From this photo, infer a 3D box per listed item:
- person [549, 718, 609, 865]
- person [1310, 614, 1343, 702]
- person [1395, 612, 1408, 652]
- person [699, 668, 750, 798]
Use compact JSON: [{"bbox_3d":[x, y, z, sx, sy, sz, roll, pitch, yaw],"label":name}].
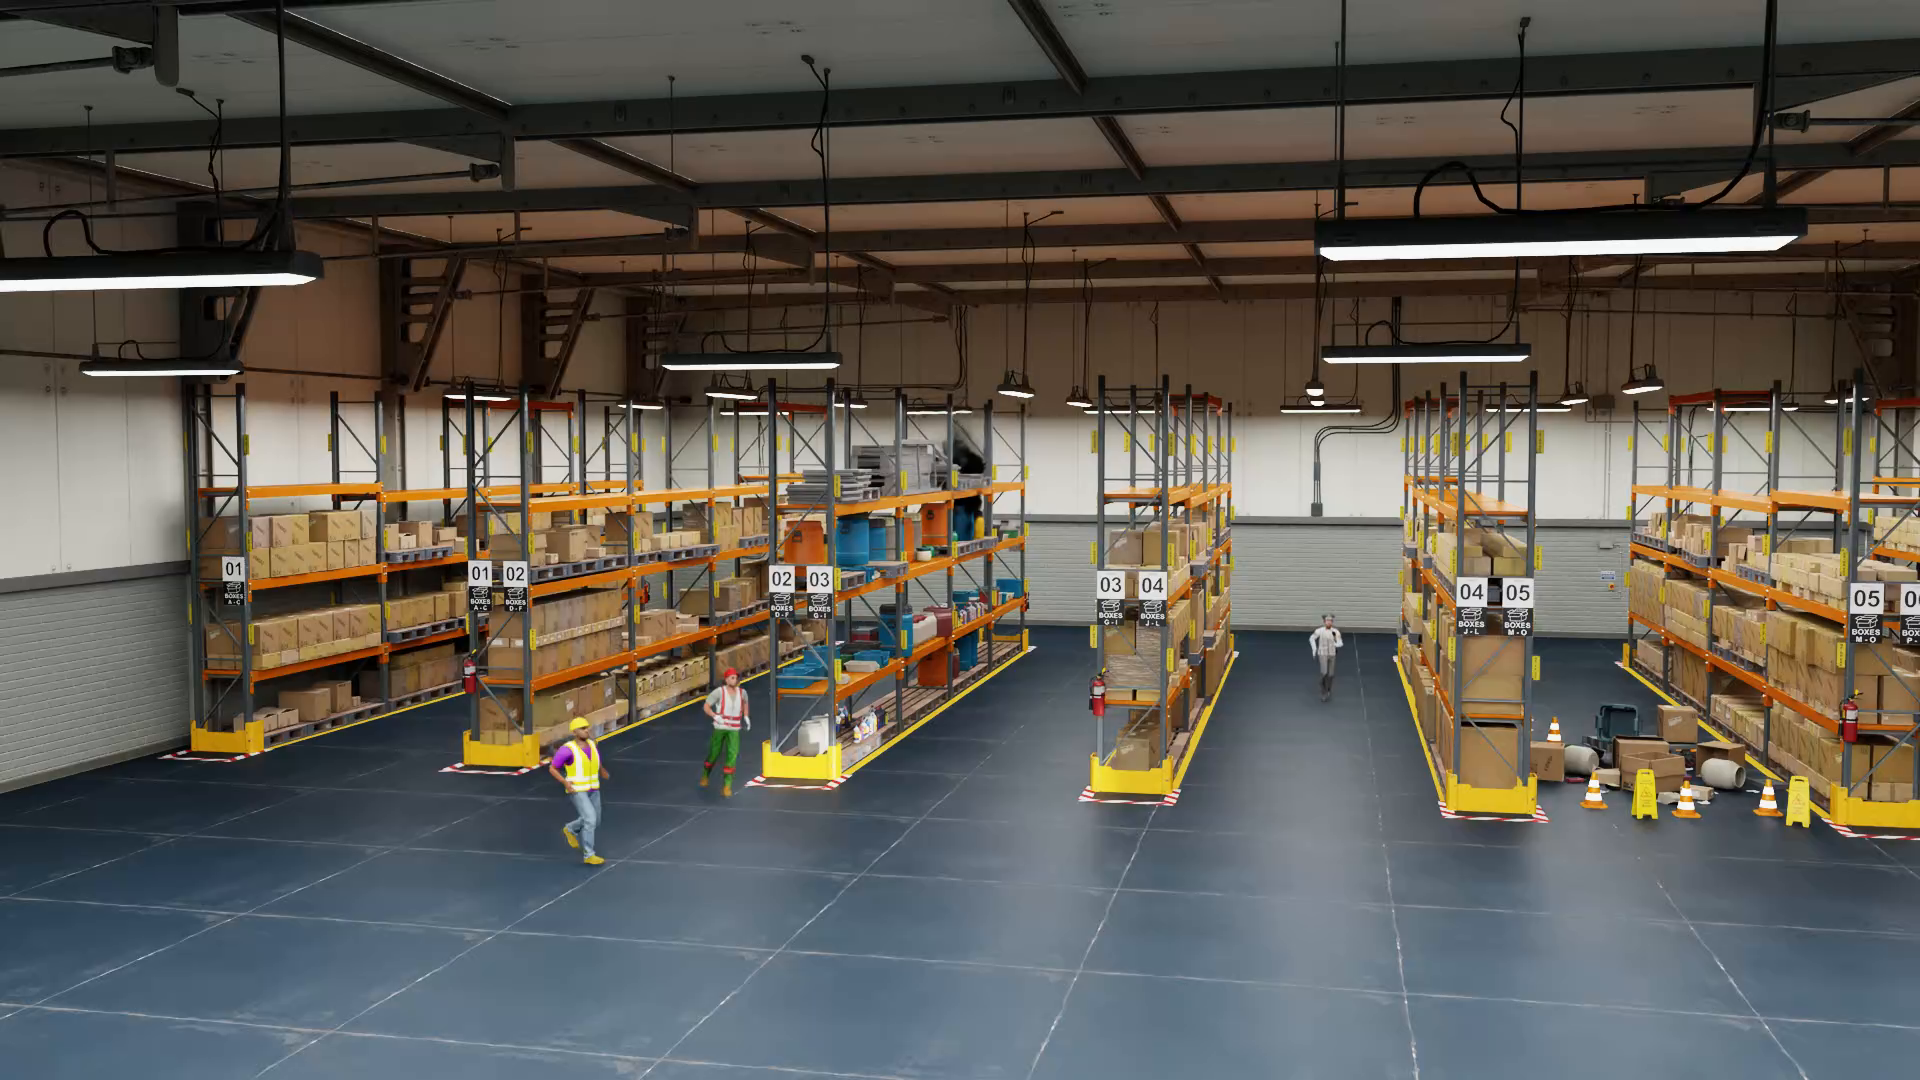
[{"bbox_3d":[-4.554,2.996,19.962,0.795,1.732,0.712,2,4,35],"label":"person"},{"bbox_3d":[7.189,2.300,32.550,0.577,1.730,0.696,0,3,1],"label":"person"},{"bbox_3d":[10.683,1.883,39.799,0.713,1.686,0.770,2,4,37],"label":"person"},{"bbox_3d":[-3.341,2.735,23.951,0.724,1.781,0.930,-1,4,-22],"label":"person"}]
